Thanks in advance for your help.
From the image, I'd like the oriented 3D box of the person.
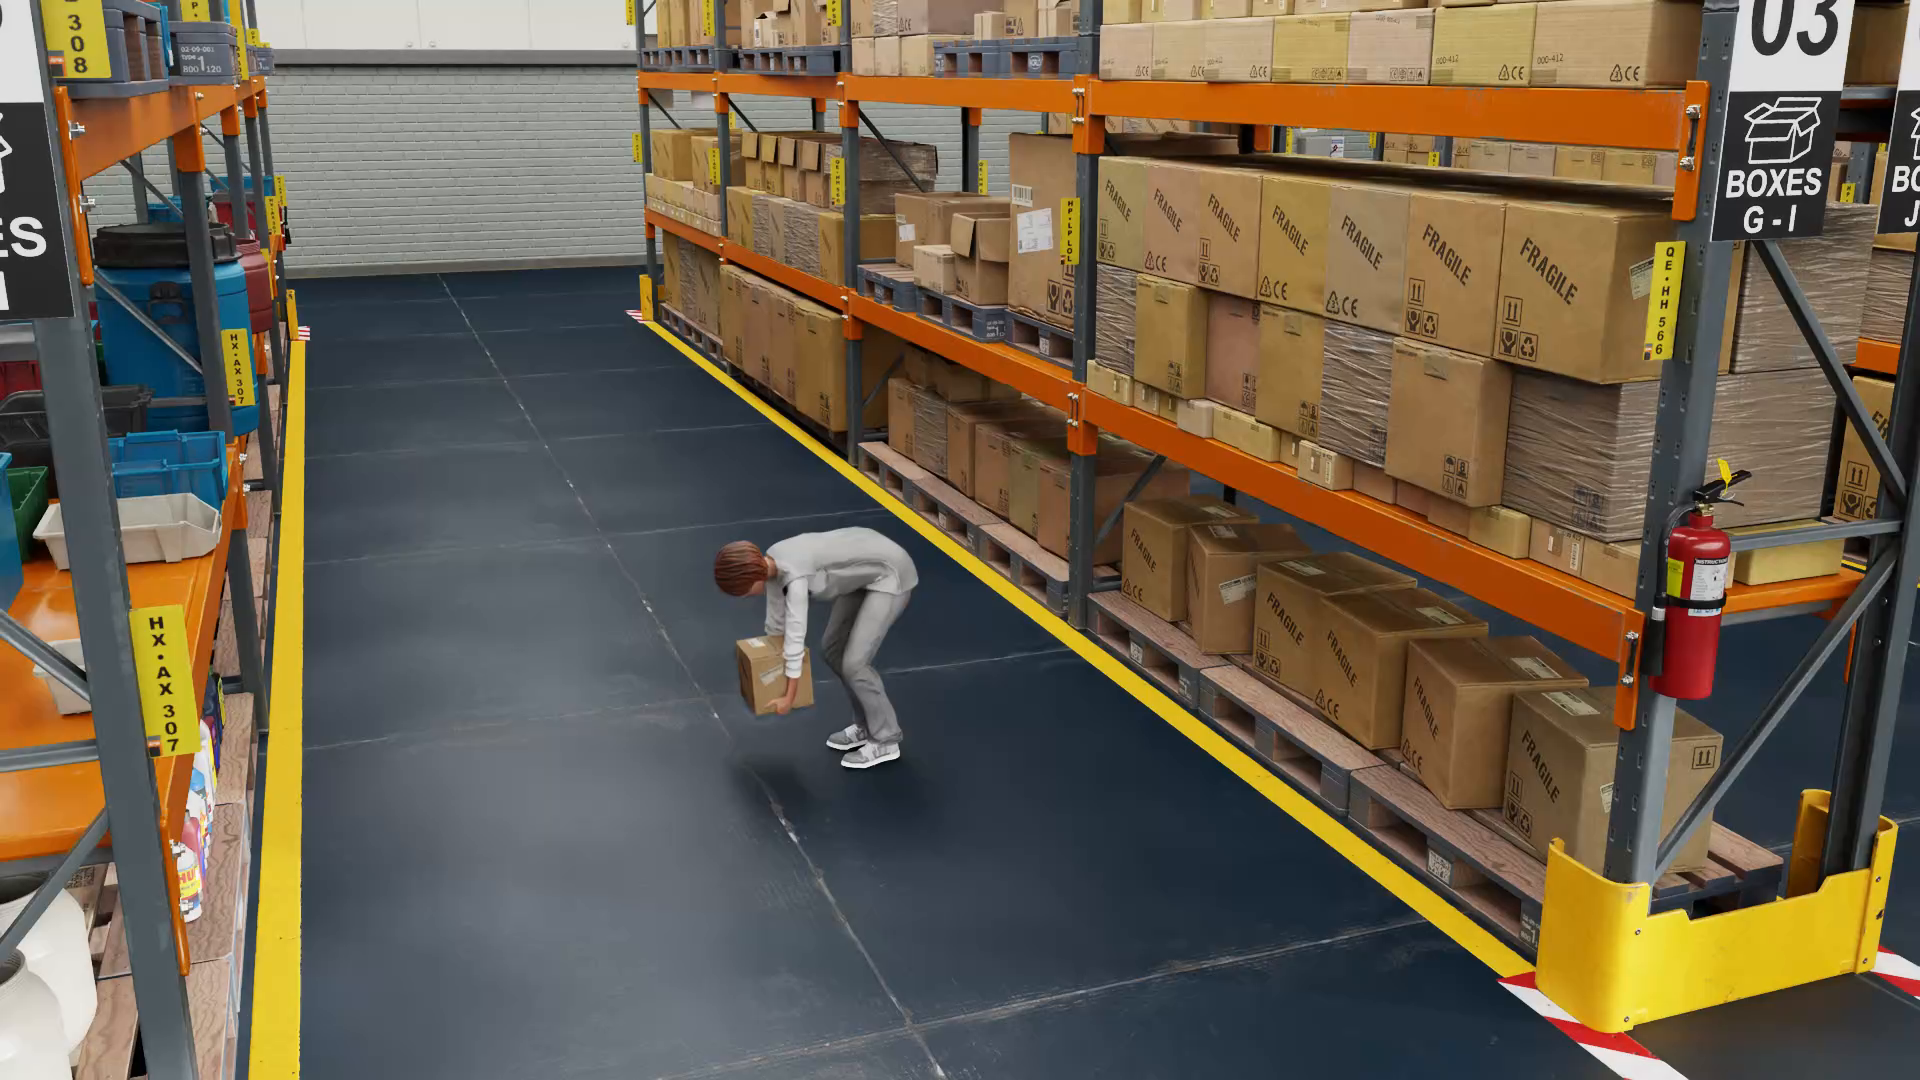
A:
[{"bbox_3d":[-3.633,-4.434,15.090,24.547,6.003,19.570,-7,17,-22],"label":"person"}]
